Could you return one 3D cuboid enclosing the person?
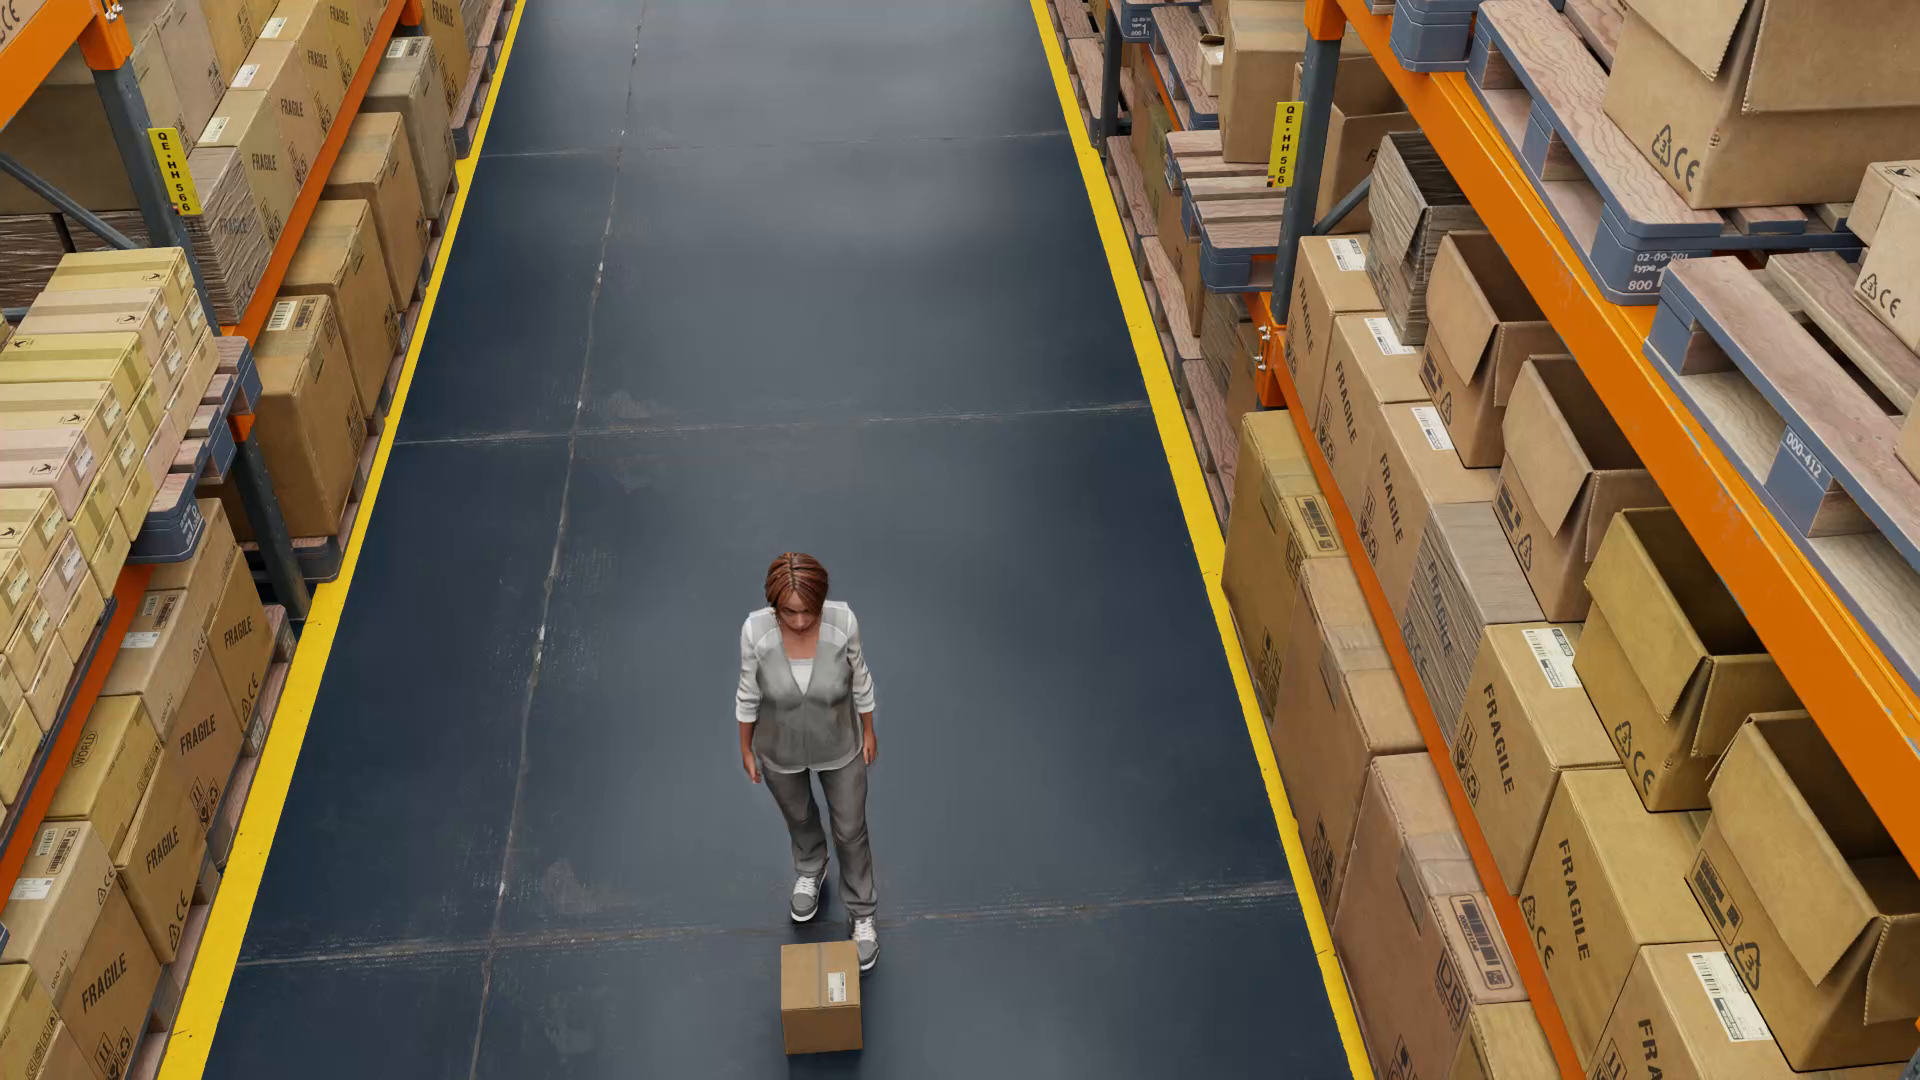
[{"bbox_3d":[-0.482,0.702,5.310,0.438,1.604,0.496,-3,40,-4],"label":"person"}]
